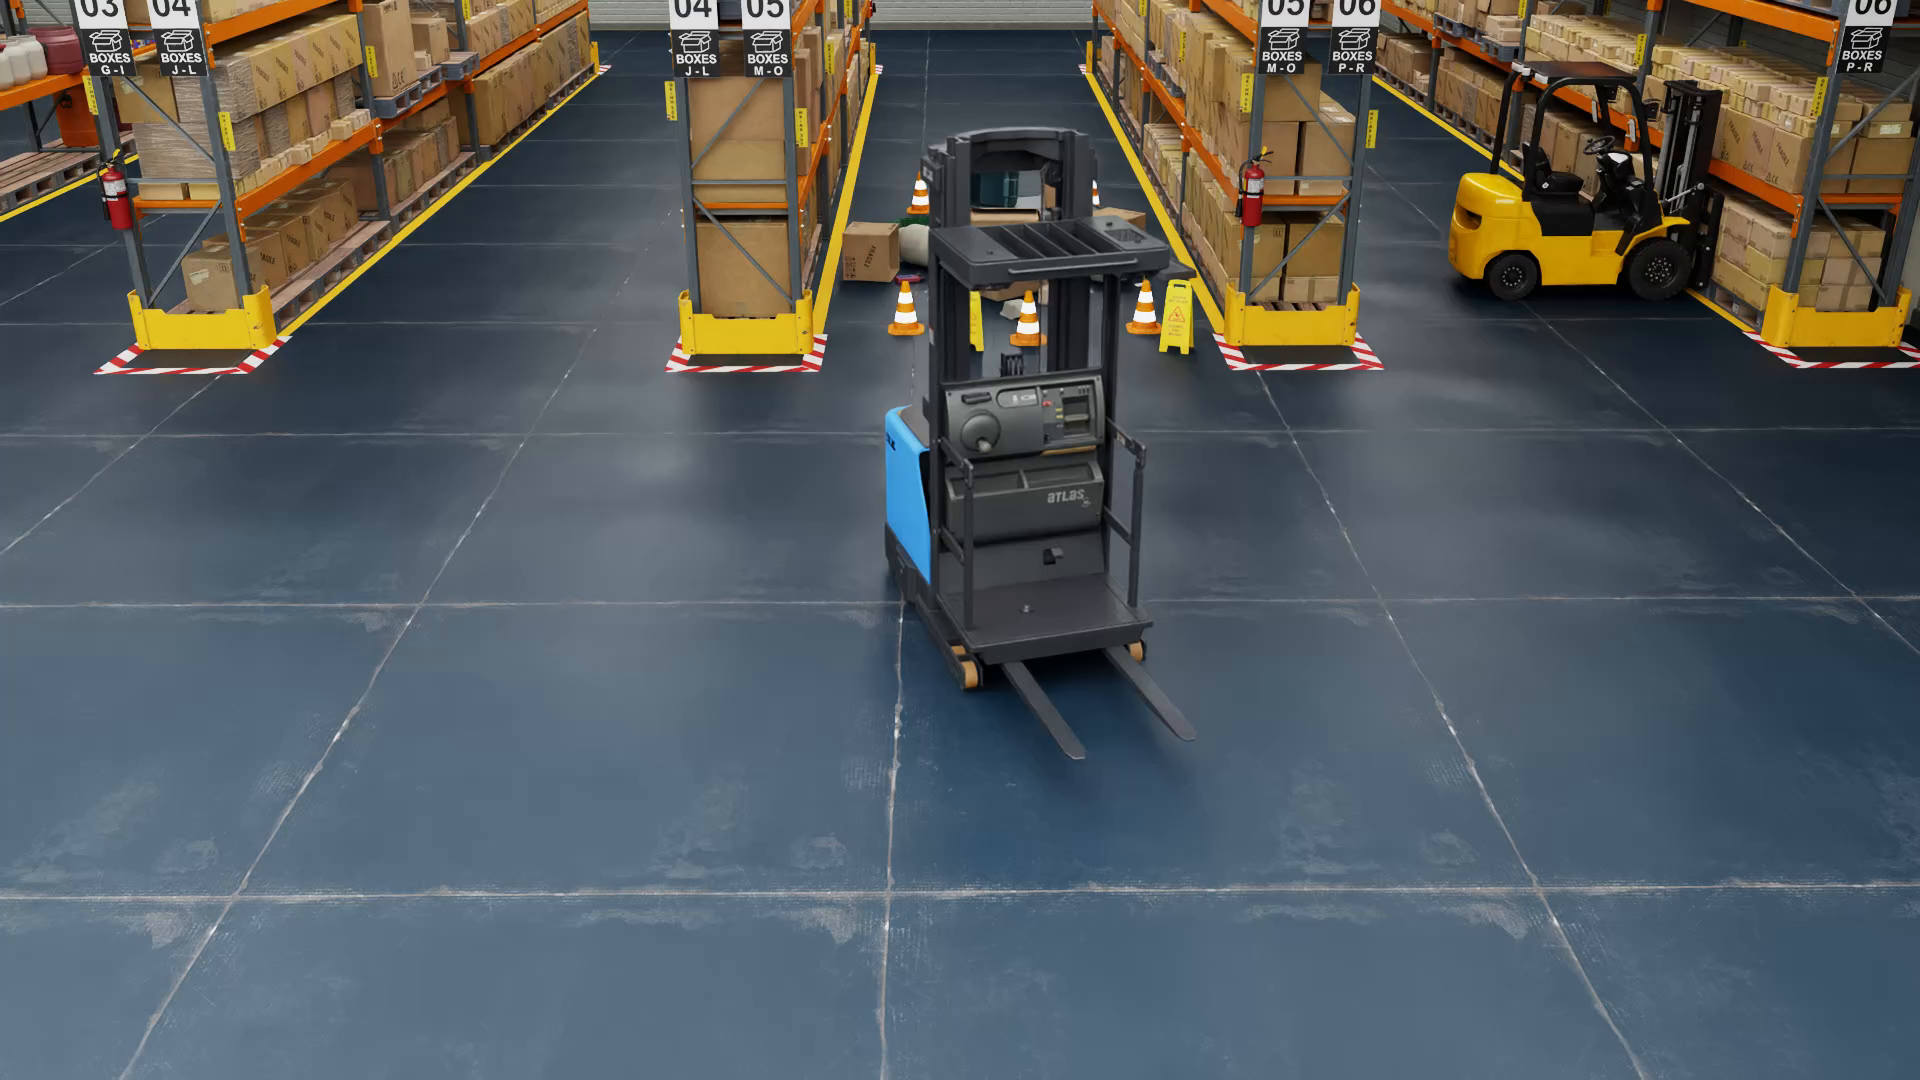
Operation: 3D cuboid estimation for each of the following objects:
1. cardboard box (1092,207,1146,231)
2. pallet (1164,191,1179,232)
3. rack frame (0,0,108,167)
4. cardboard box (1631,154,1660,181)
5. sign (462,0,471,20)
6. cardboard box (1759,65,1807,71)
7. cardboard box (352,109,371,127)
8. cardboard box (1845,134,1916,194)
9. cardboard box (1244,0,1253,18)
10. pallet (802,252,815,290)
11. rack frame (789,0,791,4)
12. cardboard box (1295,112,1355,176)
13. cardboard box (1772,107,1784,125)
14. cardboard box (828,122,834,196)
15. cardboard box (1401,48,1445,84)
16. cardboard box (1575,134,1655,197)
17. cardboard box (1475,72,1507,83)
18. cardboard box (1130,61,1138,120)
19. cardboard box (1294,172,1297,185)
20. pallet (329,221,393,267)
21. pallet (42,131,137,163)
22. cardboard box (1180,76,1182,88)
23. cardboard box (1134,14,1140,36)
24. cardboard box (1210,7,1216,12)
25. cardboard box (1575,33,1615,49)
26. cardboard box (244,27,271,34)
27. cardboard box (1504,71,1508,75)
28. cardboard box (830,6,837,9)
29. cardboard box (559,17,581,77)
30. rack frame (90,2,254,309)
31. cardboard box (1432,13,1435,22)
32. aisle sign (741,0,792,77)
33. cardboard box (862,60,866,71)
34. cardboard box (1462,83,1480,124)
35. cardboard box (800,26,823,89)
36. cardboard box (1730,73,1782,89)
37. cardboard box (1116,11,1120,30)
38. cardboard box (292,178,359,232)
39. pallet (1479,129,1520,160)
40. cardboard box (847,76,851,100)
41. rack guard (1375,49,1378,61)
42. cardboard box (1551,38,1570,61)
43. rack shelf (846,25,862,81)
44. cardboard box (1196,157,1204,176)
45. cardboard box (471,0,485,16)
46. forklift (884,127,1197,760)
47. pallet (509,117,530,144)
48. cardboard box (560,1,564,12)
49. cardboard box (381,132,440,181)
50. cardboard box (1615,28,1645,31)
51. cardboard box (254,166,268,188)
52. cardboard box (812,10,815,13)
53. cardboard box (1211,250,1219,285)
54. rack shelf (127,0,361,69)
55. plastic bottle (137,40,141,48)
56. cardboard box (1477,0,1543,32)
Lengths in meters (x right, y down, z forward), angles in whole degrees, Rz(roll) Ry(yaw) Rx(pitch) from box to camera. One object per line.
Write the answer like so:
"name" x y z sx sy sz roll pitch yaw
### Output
"cardboard box" 1.637 -3.242 17.808 0.500 0.500 0.500 19 30 35
"pallet" 2.976 -3.878 19.568 1.003 0.211 1.213 0 24 -1
"rack frame" -11.920 -6.409 21.780 1.000 3.000 0.127 0 24 -1
"cardboard box" 7.641 -4.045 18.167 0.500 0.250 0.500 -1 24 -1
"sign" -6.425 -6.929 21.621 0.100 0.325 0.005 0 24 -1
"cardboard box" 8.237 -4.670 16.666 0.380 0.149 0.250 -1 24 -1
"cardboard box" -6.627 -4.581 18.044 0.380 0.149 0.250 0 24 -1
"cardboard box" 8.265 -3.454 15.125 0.500 0.500 0.500 1 24 1
"cardboard box" 2.711 -4.680 14.621 0.380 0.149 0.250 0 24 0
"pallet" -2.016 -2.675 16.909 1.003 0.211 1.213 0 24 -1
"rack frame" -1.919 -5.849 13.262 1.000 3.000 0.127 0 24 -1
"cardboard box" 3.302 -3.557 14.992 0.500 0.500 0.500 -1 24 -1
"cardboard box" 7.735 -3.898 15.320 0.380 0.149 0.250 0 24 0
"cardboard box" -2.066 -4.583 19.963 1.050 0.750 0.750 0 24 -1
"cardboard box" 7.712 -7.816 27.415 0.700 0.500 0.500 -1 24 -3
"cardboard box" 7.932 -4.495 19.921 0.875 0.625 0.625 0 24 -1
"cardboard box" 7.709 -6.698 24.156 0.380 0.149 0.250 0 24 0
"cardboard box" 3.003 -6.720 24.537 0.875 0.875 0.875 0 24 1
"cardboard box" 3.216 -3.310 15.232 0.380 0.149 0.250 0 24 0
"pallet" -6.881 -3.236 18.148 1.003 0.211 1.213 0 24 -1
"pallet" -11.970 -5.463 23.073 1.003 0.211 1.213 0 24 -1
"cardboard box" 2.719 -5.224 18.955 0.380 0.149 0.250 -1 24 -2
"cardboard box" 2.674 -7.045 22.762 0.500 0.250 0.500 -1 24 -2
"cardboard box" 3.242 -6.471 20.138 0.380 0.149 0.250 -1 24 -3
"cardboard box" 7.600 -5.967 19.896 0.380 0.149 0.250 -1 24 -2
"cardboard box" -7.161 -4.821 16.574 0.500 0.500 0.500 0 24 -1
"cardboard box" 8.211 -6.812 24.409 0.380 0.149 0.250 0 24 0
"cardboard box" -1.823 -7.062 22.297 0.380 0.149 0.250 -1 24 -2
"cardboard box" -6.957 -8.313 28.058 0.875 0.875 0.875 0 24 -1
"rack frame" -6.880 -3.135 14.541 1.000 3.000 0.127 0 24 -1
"cardboard box" 7.606 -8.164 25.965 0.380 0.149 0.250 0 24 0
"aisle sign" -1.618 -4.272 13.901 0.394 0.787 0.004 0 24 -1
"cardboard box" -1.761 -7.873 27.608 0.380 0.149 0.250 0 24 0
"cardboard box" 7.658 -6.361 24.198 0.500 0.500 0.500 -1 24 -2
"cardboard box" -1.871 -4.946 17.052 0.875 0.550 0.550 0 24 -1
"cardboard box" 7.756 -4.458 16.198 0.380 0.149 0.250 0 24 0
"cardboard box" 2.640 -7.873 25.200 0.500 0.250 0.500 -1 24 -2
"cardboard box" -6.959 -3.670 18.249 0.500 0.500 0.500 -1 24 -2
"pallet" 7.935 -5.537 23.236 1.003 0.211 1.213 0 24 -1
"cardboard box" -1.777 -6.300 23.153 0.500 0.250 0.500 -1 24 -1
"rack guard" 7.819 -8.626 29.715 1.175 0.500 0.348 0 24 -1
"cardboard box" 7.658 -6.053 20.569 0.500 0.250 0.500 -1 24 -2
"rack shelf" -2.028 -6.908 23.757 1.077 0.370 4.000 0 24 -1
"cardboard box" 2.671 -3.895 17.353 0.380 0.149 0.250 1 24 1
"cardboard box" -6.963 -7.504 22.862 0.797 0.503 0.637 0 24 1
"forklift" 0.437 -0.674 9.183 1.130 2.935 3.031 -7 25 -16
"pallet" -6.911 -5.987 24.232 1.003 0.211 1.213 0 24 -1
"cardboard box" -6.700 -8.731 27.219 0.380 0.149 0.250 -1 24 -2
"cardboard box" -6.908 -4.755 20.622 0.700 0.500 0.500 2 24 4
"cardboard box" 8.252 -6.182 20.370 0.380 0.149 0.250 -1 24 -1
"cardboard box" -6.616 -3.345 15.310 0.380 0.149 0.250 0 24 -1
"cardboard box" -1.987 -5.889 19.297 0.700 0.500 0.500 0 24 0
"cardboard box" 2.754 -2.663 16.325 0.500 0.250 0.500 0 24 0
"rack shelf" -6.902 -4.998 15.893 1.077 0.370 4.000 0 24 -1
"plastic bottle" -11.588 -7.054 23.362 0.097 0.271 0.097 0 24 0
"cardboard box" 7.703 -7.410 23.358 0.797 0.503 0.637 -1 24 -2
